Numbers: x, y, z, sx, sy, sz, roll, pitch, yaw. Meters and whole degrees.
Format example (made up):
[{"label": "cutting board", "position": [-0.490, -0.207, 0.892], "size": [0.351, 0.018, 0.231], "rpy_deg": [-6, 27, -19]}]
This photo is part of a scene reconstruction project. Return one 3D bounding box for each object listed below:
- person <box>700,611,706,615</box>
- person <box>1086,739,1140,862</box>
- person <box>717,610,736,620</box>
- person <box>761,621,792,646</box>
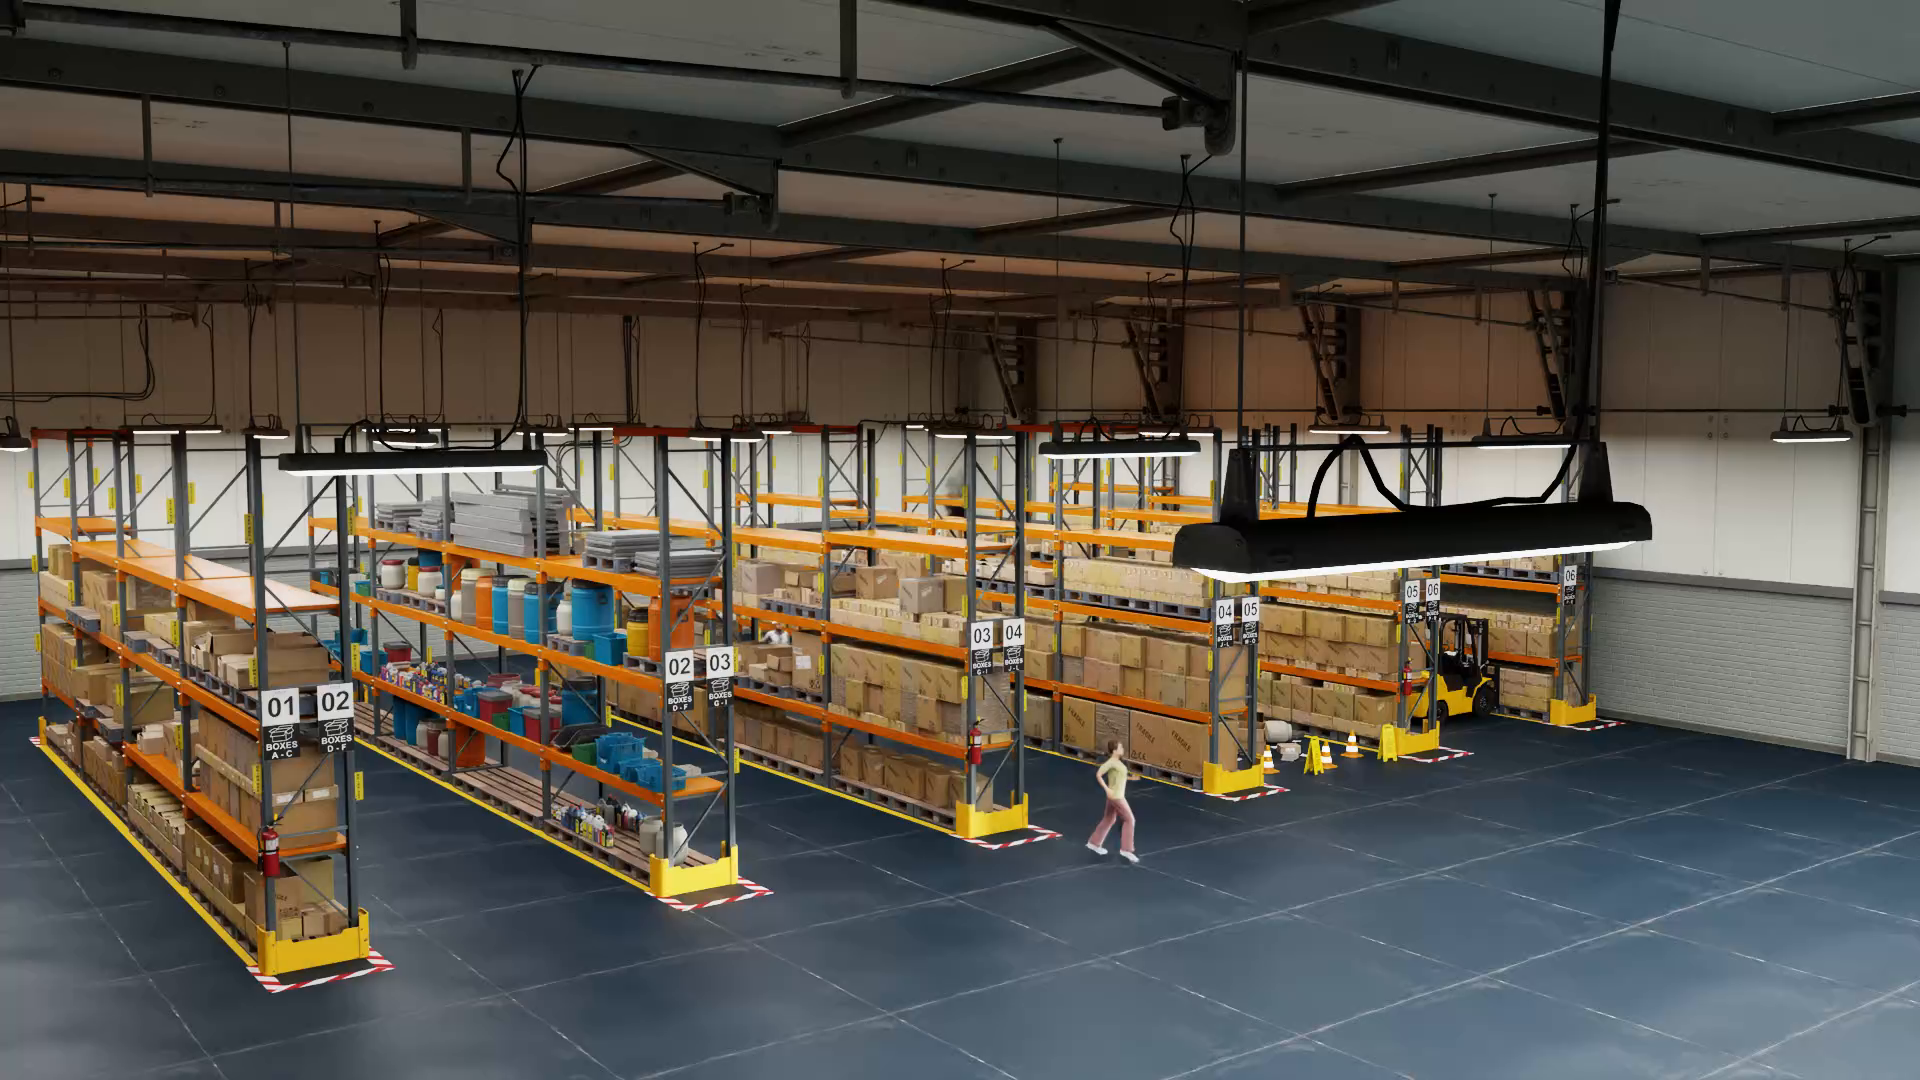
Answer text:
[{"label": "person", "position": [-6.094, 2.471, 39.048], "size": [0.677, 1.602, 0.843], "rpy_deg": [-2, 5, -20]}, {"label": "person", "position": [2.156, 3.652, 23.403], "size": [0.761, 1.717, 0.552], "rpy_deg": [1, 5, 7]}, {"label": "person", "position": [-5.844, 2.292, 41.224], "size": [0.577, 1.585, 0.864], "rpy_deg": [4, 6, 42]}, {"label": "person", "position": [-3.970, 2.595, 36.550], "size": [0.631, 1.789, 0.704], "rpy_deg": [-3, 6, -37]}]
